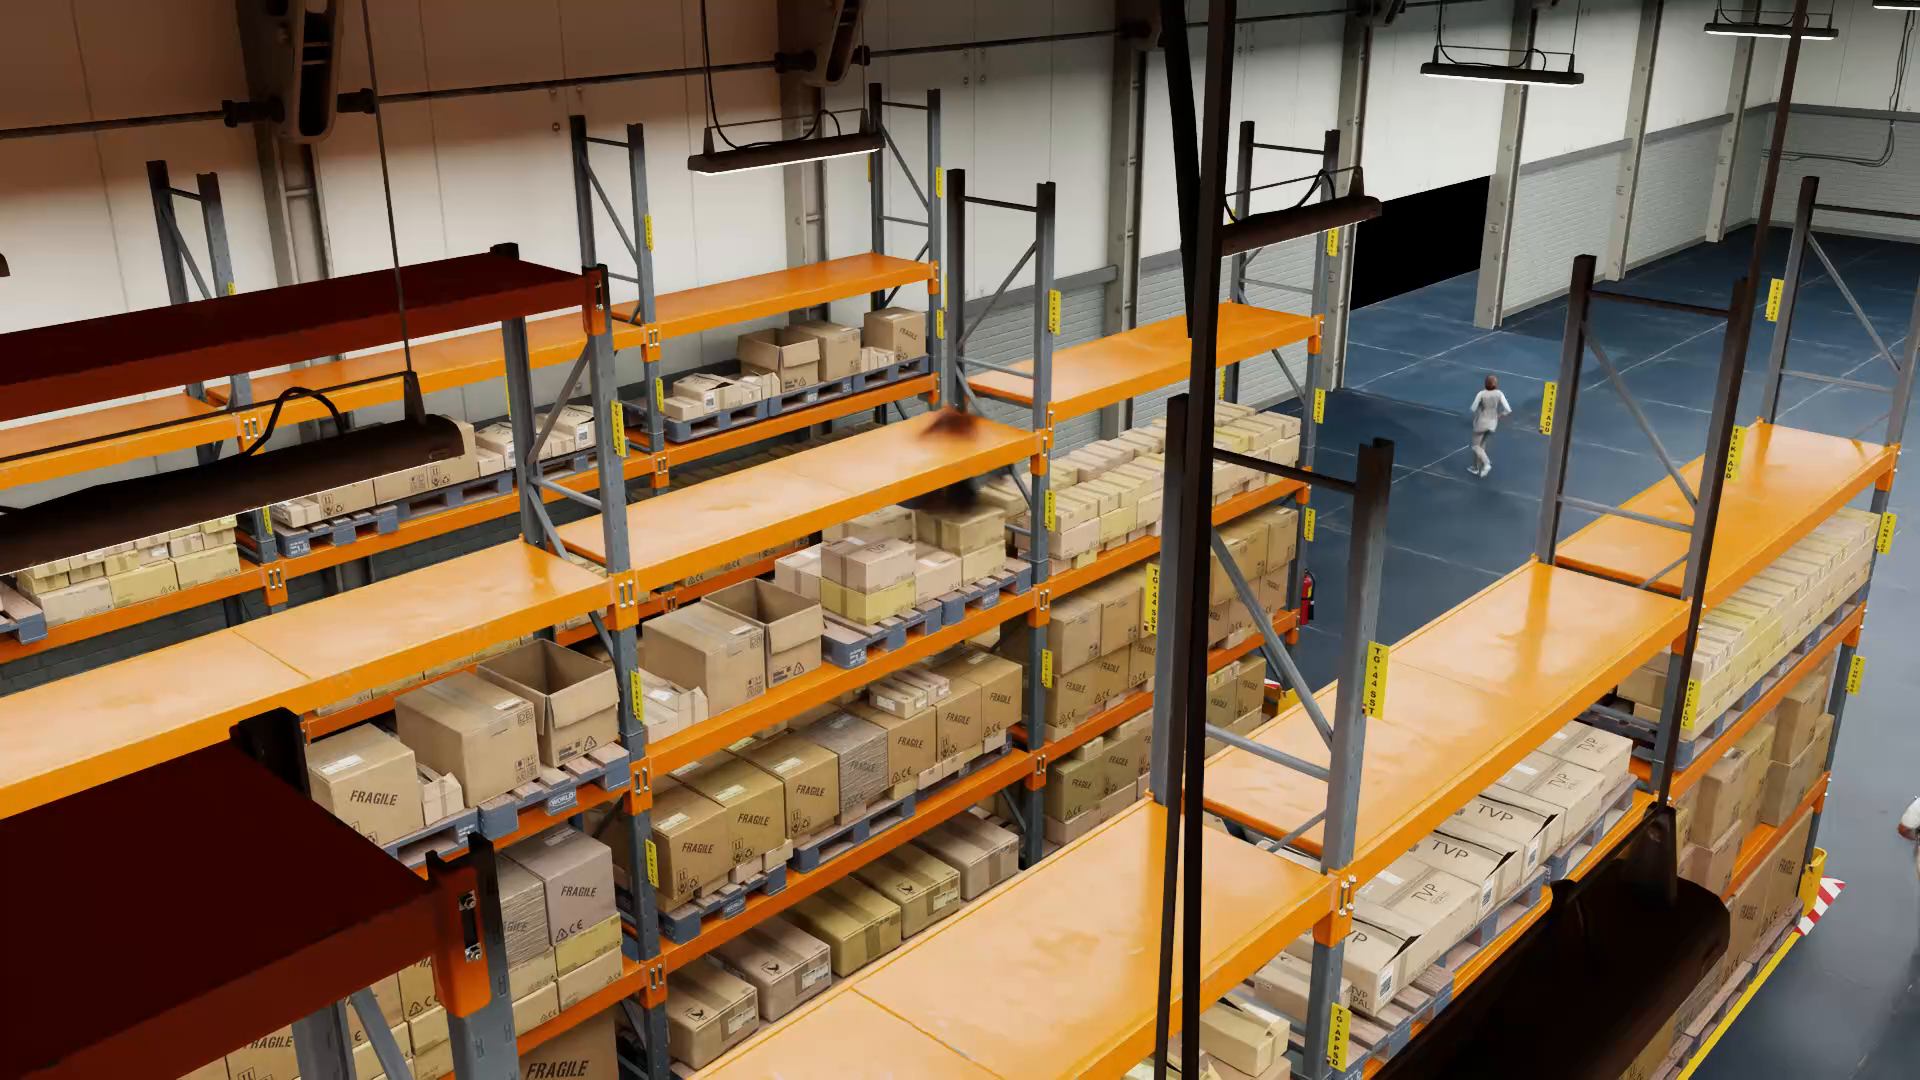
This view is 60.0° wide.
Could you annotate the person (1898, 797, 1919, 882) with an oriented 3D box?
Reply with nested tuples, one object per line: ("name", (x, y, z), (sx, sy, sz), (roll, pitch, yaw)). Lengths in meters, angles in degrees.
("person", (7.748, 2.533, 13.122), (0.692, 1.722, 0.558), (11, 24, 26))

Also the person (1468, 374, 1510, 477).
("person", (7.618, -1.627, 24.063), (0.548, 1.547, 0.792), (-2, 21, -6))
